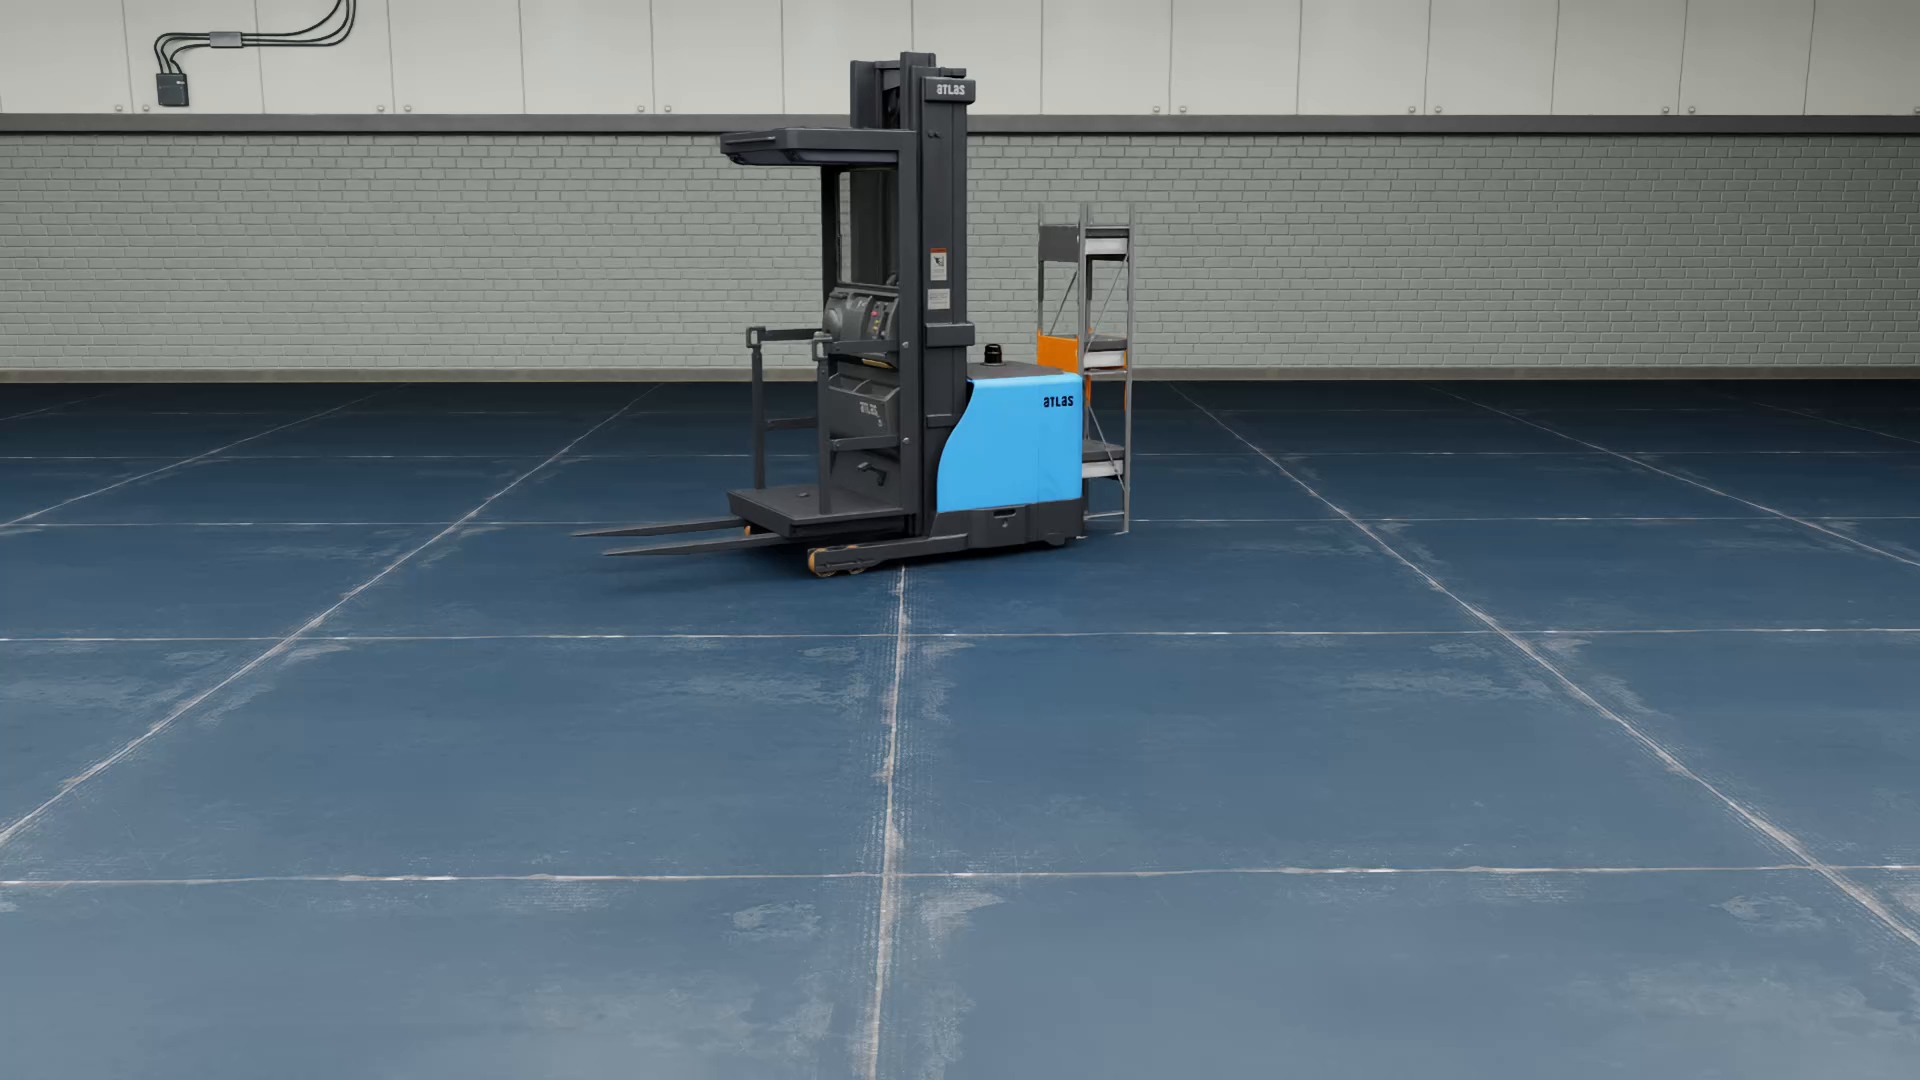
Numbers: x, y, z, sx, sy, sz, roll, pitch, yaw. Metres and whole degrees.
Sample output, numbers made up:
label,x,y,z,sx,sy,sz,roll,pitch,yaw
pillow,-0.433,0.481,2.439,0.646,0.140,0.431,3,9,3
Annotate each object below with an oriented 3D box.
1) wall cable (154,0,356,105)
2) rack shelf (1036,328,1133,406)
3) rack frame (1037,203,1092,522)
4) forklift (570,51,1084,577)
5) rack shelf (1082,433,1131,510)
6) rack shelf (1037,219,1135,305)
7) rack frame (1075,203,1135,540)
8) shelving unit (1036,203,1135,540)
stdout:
label,x,y,z,sx,sy,sz,roll,pitch,yaw
wall cable,-8.045,-7.946,18.542,2.305,6.003,0.169,0,11,-1
rack shelf,0.795,-1.081,10.676,0.431,0.518,0.480,-6,13,-28
rack frame,0.678,-1.137,10.883,0.400,2.100,0.015,-6,13,-28
forklift,-0.773,-1.342,9.804,3.031,2.935,1.130,-6,13,-28
rack shelf,0.795,-0.395,10.815,0.431,0.518,0.480,-6,13,-28
rack shelf,0.795,-1.767,10.537,0.431,0.518,0.480,-6,13,-28
rack frame,0.912,-1.052,10.463,0.400,2.100,0.015,-6,13,-28
shelving unit,0.795,-1.095,10.673,0.431,2.100,0.503,-6,13,-28
